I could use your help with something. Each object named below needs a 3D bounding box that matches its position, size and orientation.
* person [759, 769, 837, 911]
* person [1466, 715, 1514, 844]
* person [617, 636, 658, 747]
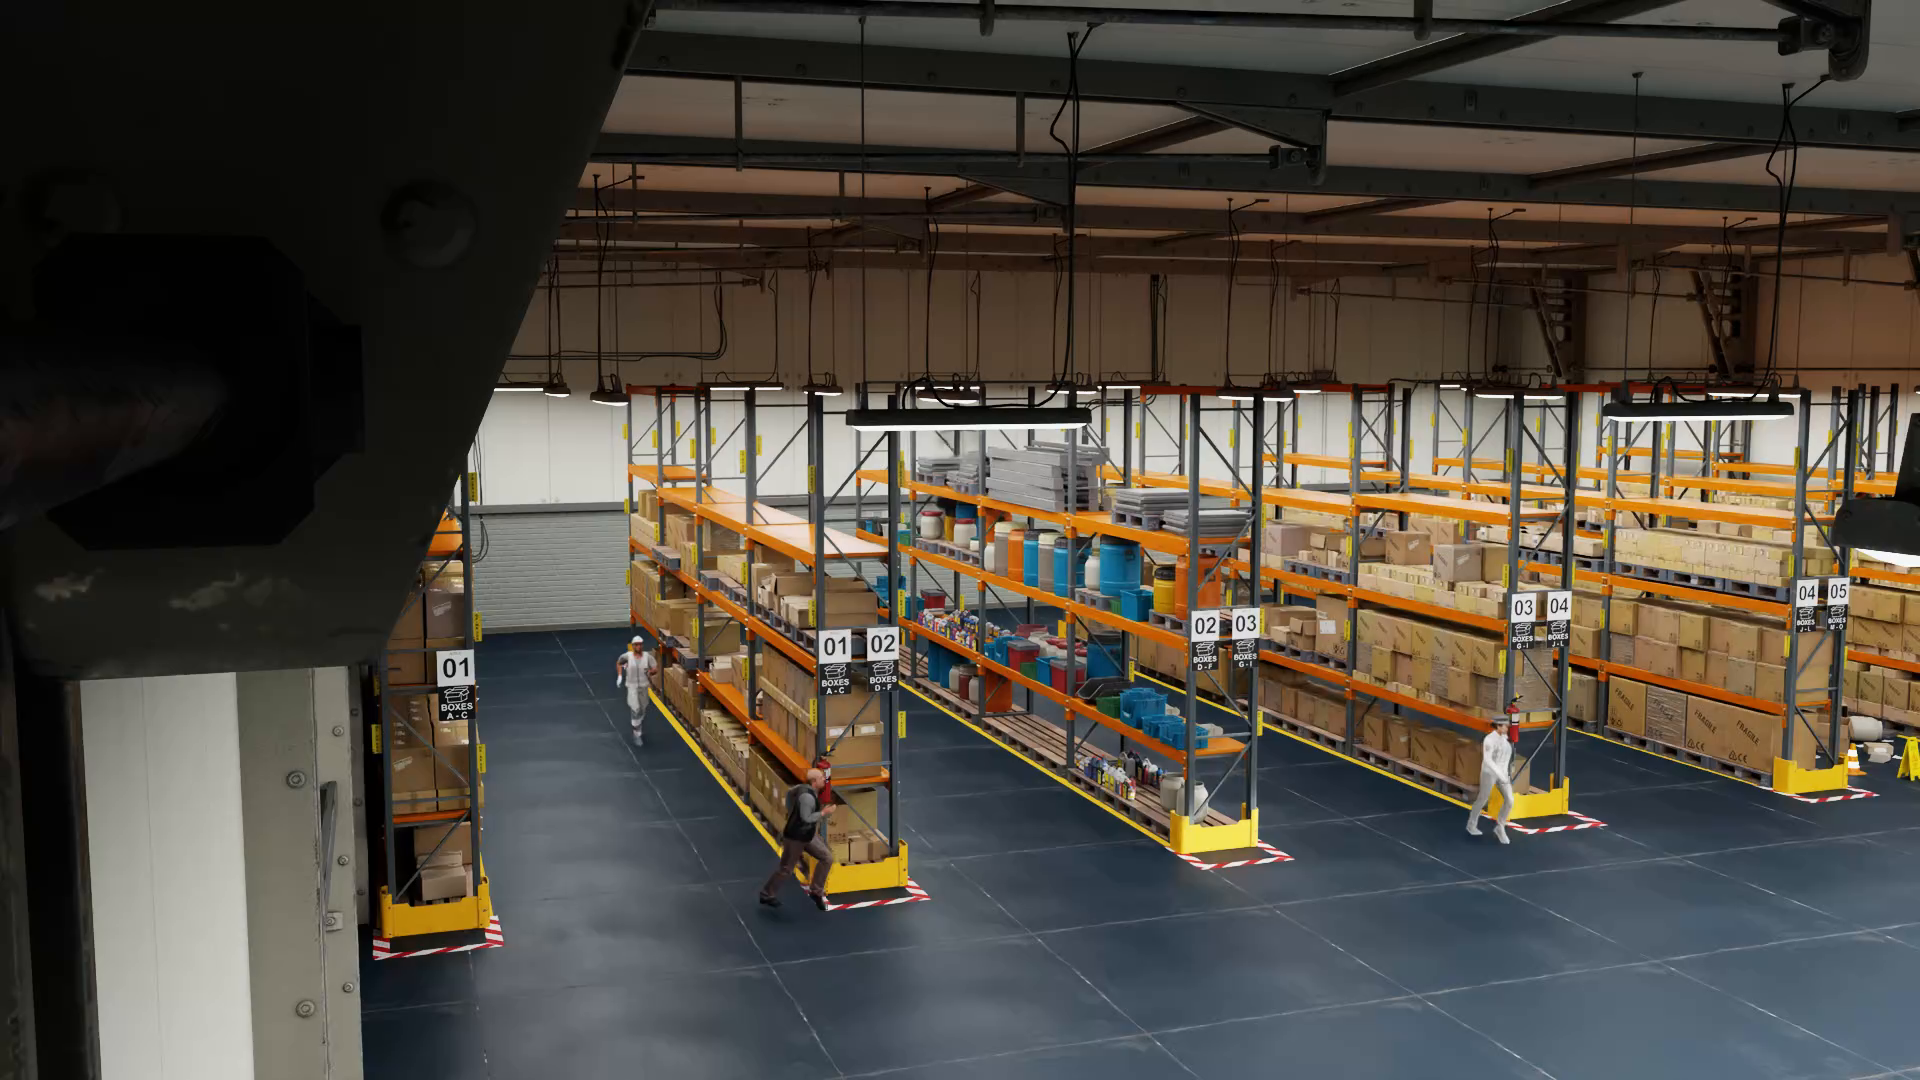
[{"bbox_3d":[-1.883,3.501,19.325,0.929,1.719,0.647,1,6,7],"label":"person"},{"bbox_3d":[7.206,3.192,22.325,0.581,1.714,0.650,-4,7,-31],"label":"person"},{"bbox_3d":[-5.457,2.522,28.151,0.650,1.835,0.893,-2,6,-22],"label":"person"}]
